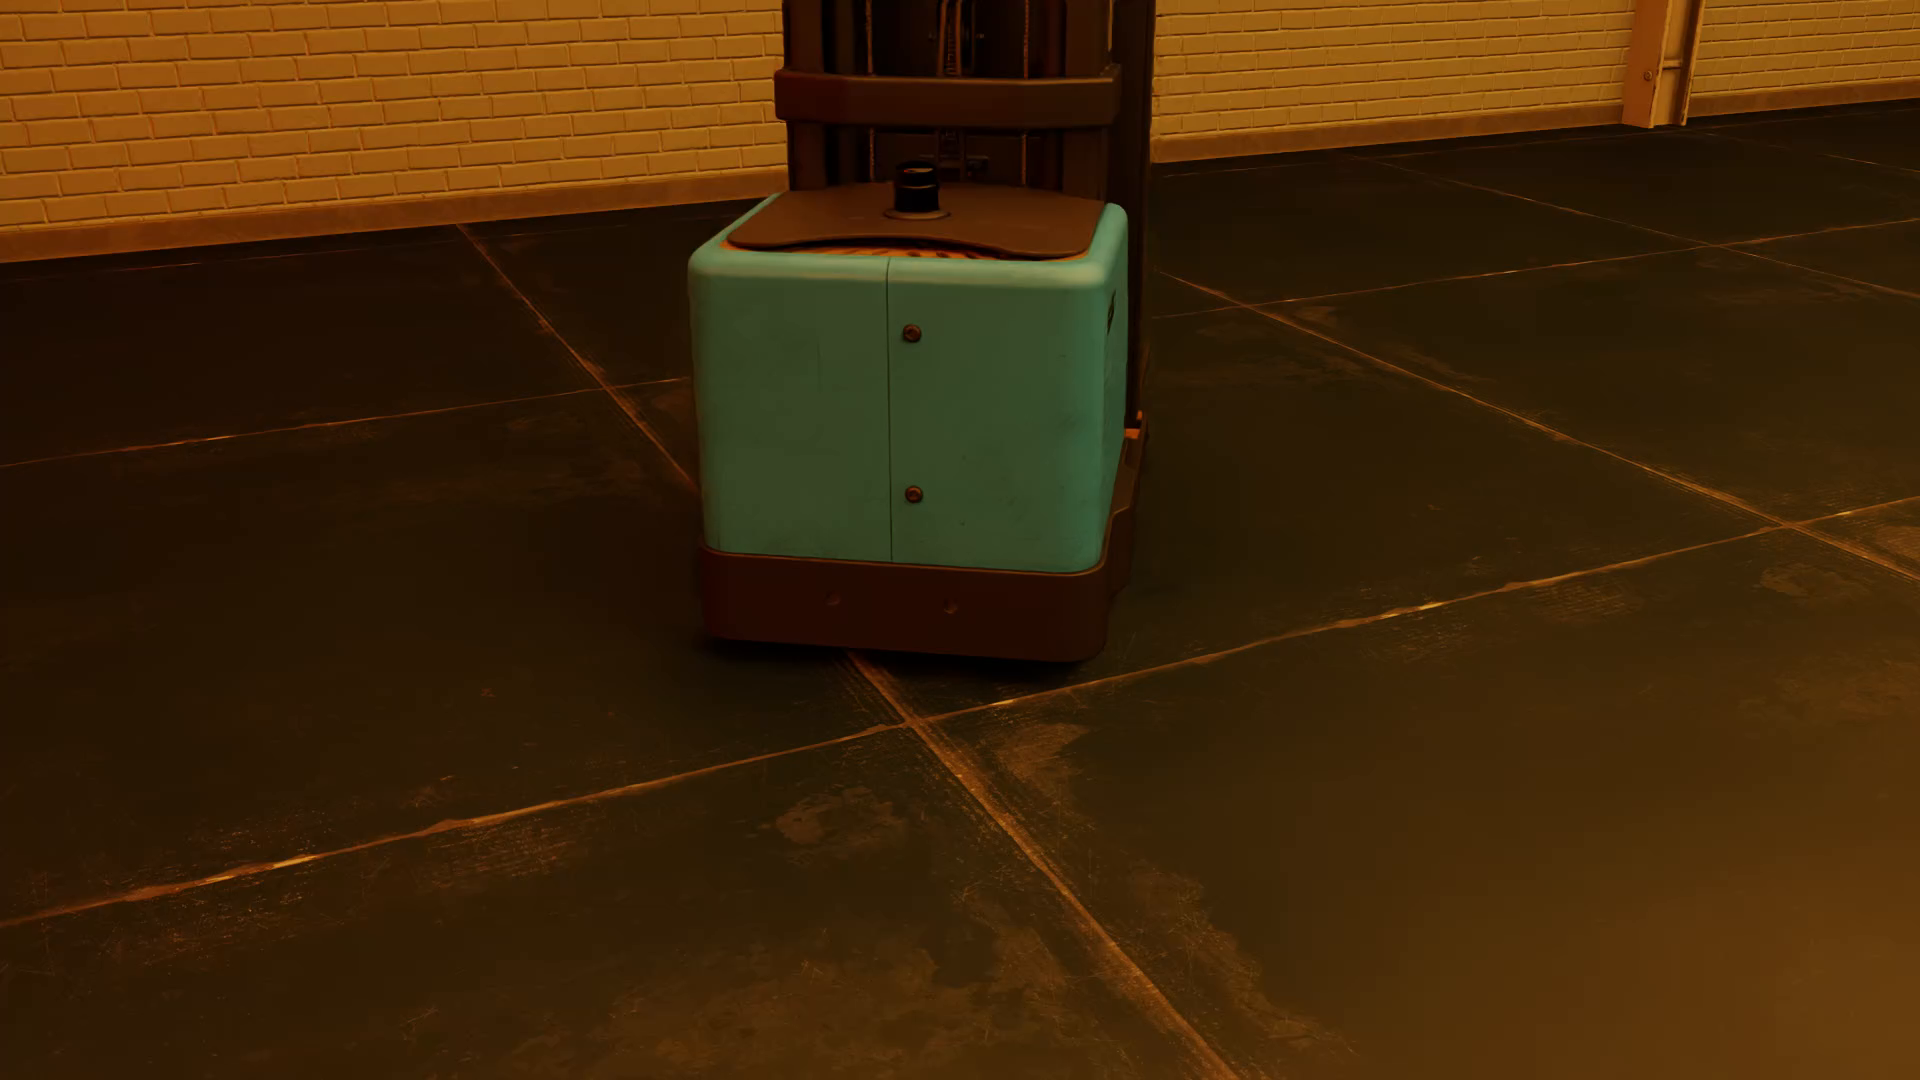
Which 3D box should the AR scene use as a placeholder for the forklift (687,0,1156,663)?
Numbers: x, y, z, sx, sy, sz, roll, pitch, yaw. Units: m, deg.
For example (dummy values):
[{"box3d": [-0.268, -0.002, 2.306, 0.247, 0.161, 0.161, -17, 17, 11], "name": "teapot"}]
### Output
[{"box3d": [0.061, -1.578, 5.084, 1.130, 2.935, 3.031, 3, 23, 8], "name": "forklift"}]
